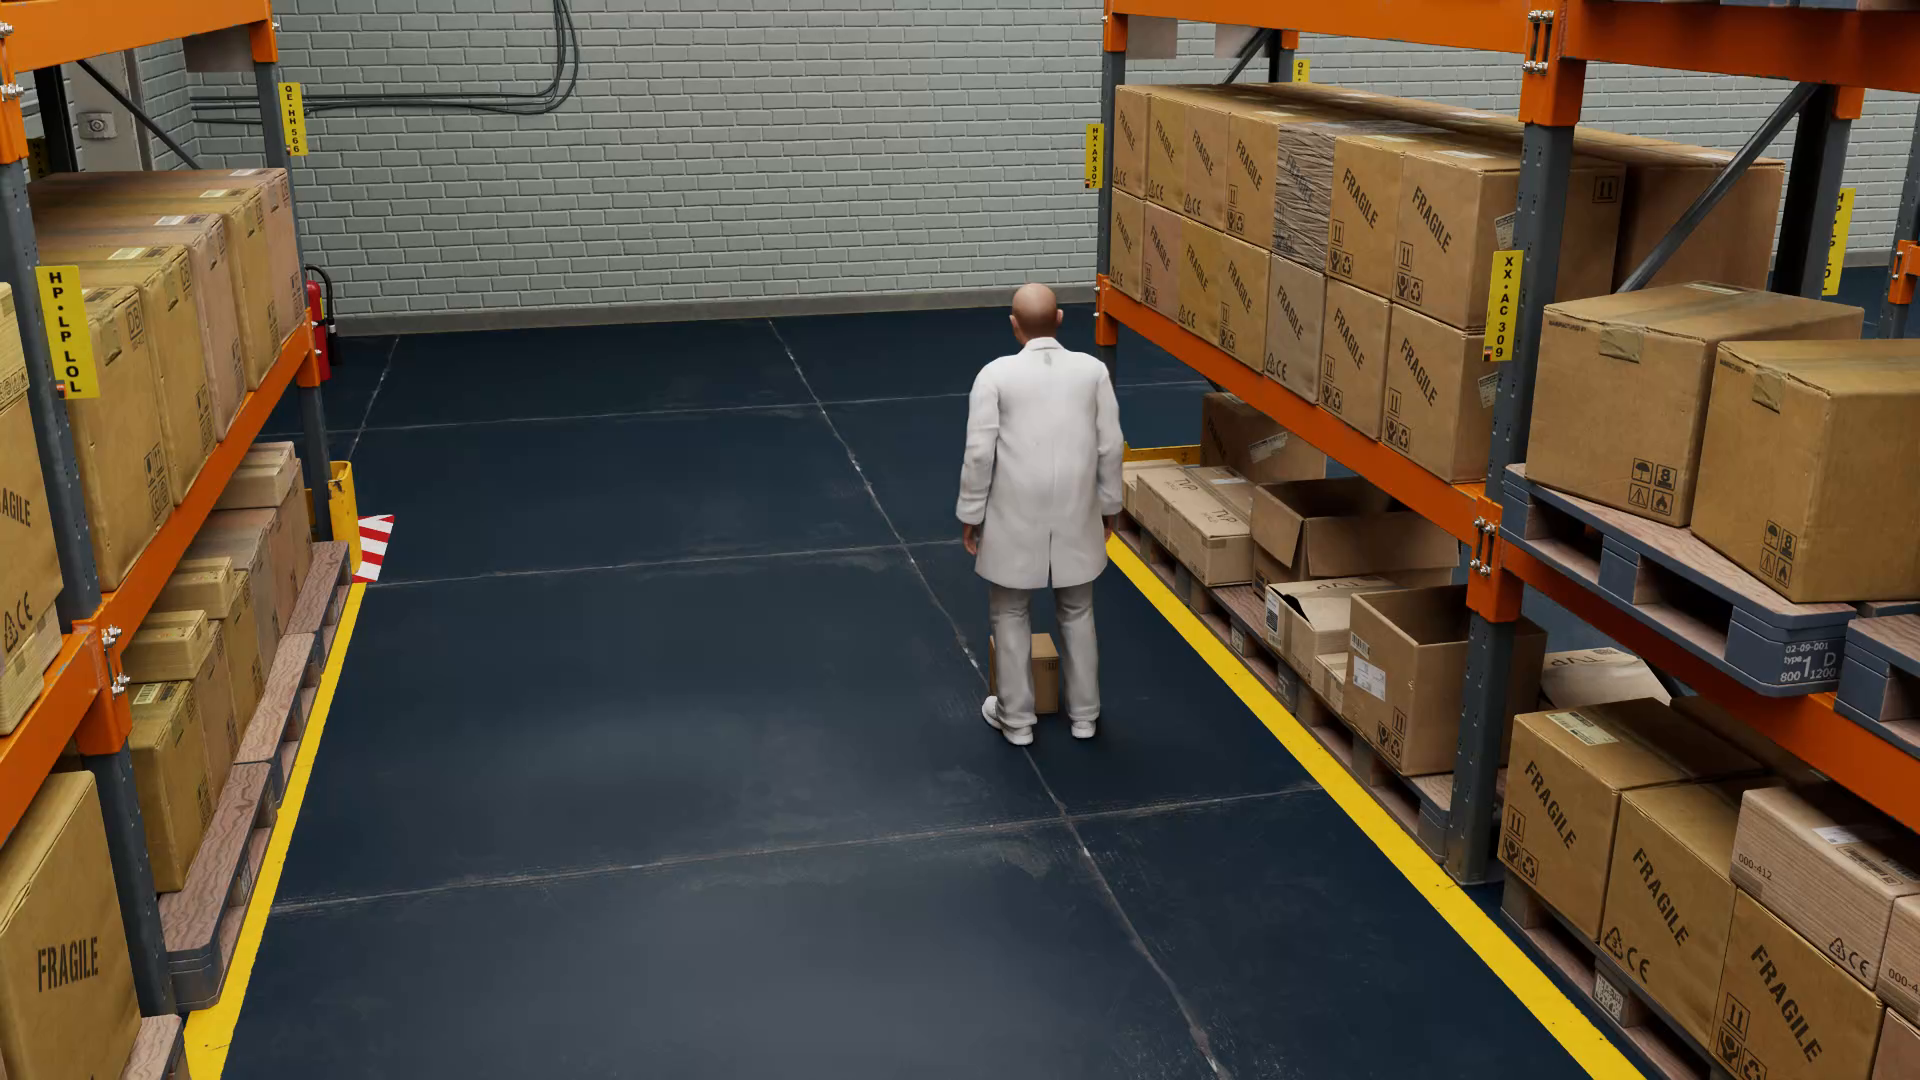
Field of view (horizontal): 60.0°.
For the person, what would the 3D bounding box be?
[{"bbox_3d":[0.307,-0.088,6.343,0.650,1.774,0.417,-4,20,-10],"label":"person"}]
